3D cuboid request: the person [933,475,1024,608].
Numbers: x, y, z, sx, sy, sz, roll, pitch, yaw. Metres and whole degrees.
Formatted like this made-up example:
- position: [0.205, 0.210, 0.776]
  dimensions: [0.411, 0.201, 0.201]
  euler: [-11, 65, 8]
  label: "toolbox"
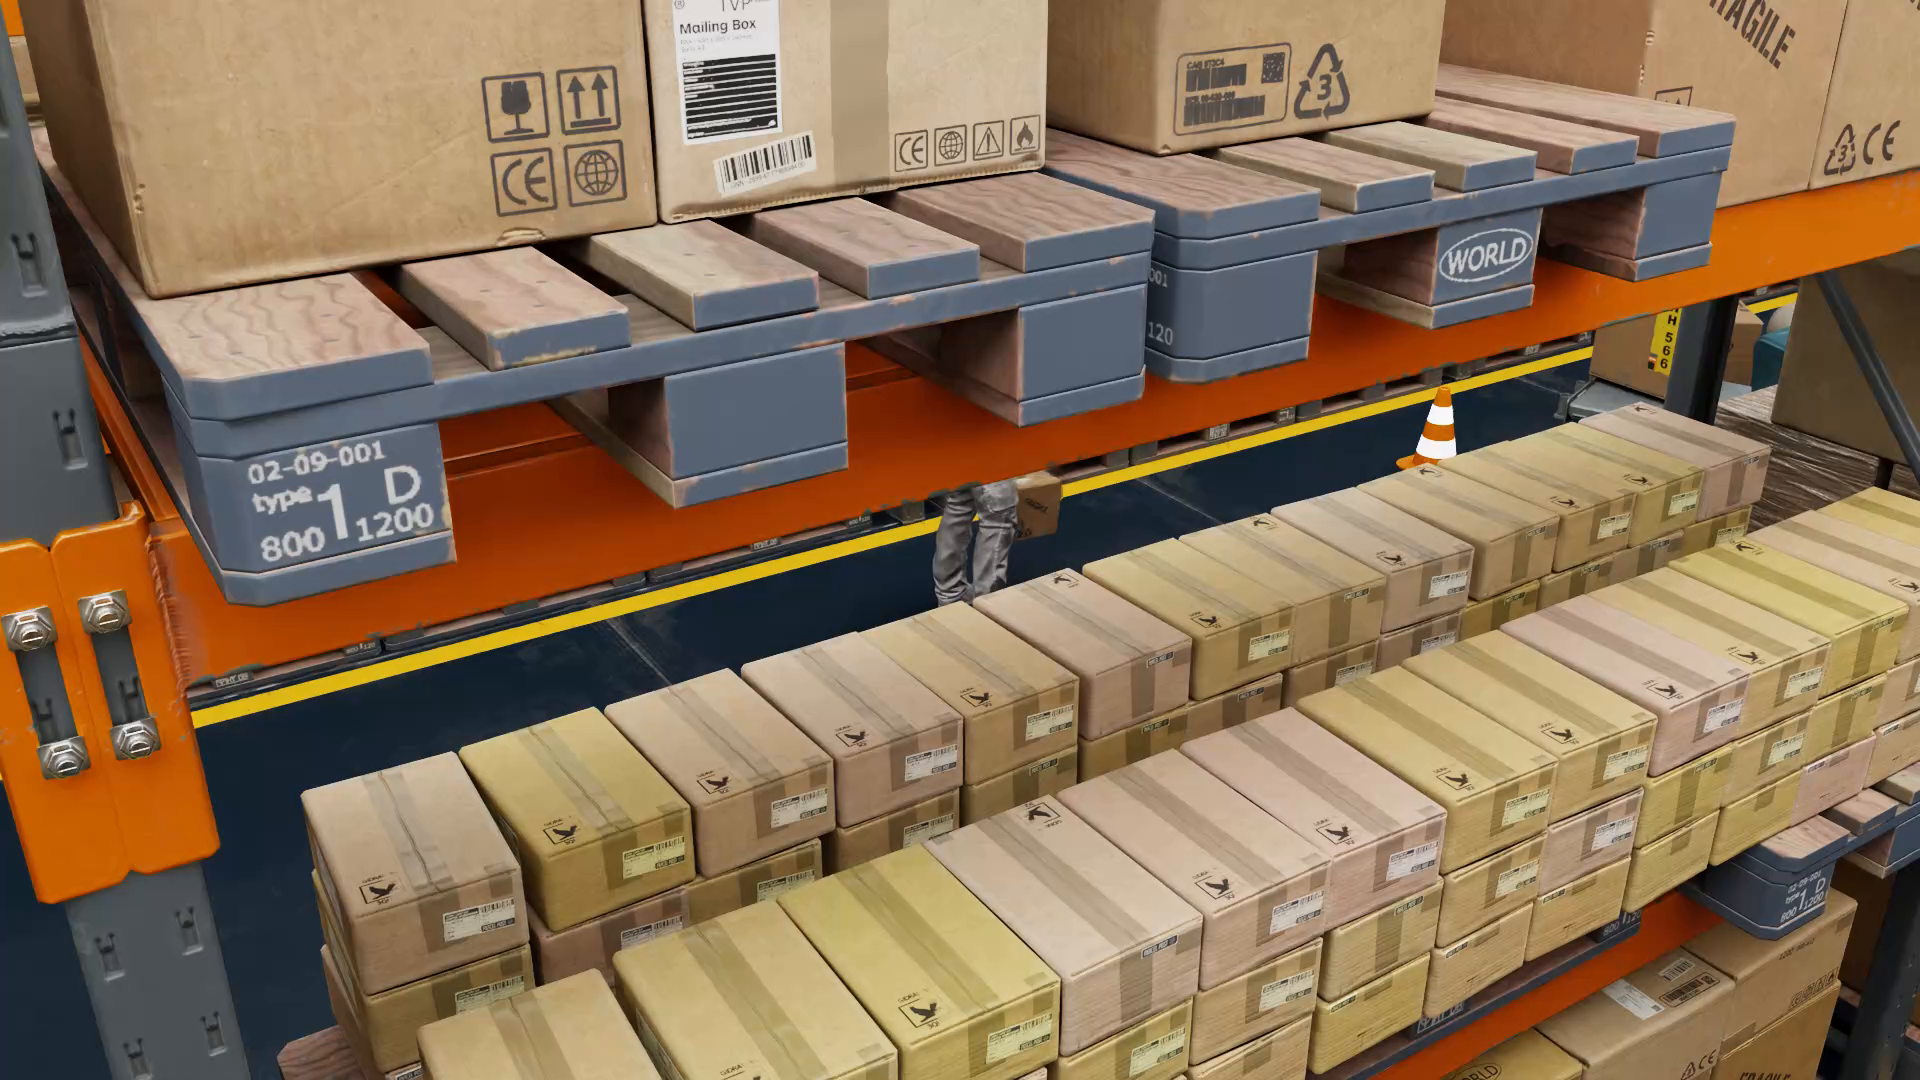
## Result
- position: [0.081, -0.472, 7.112]
  dimensions: [0.453, 1.774, 0.620]
  euler: [-16, 29, -30]
  label: "person"
